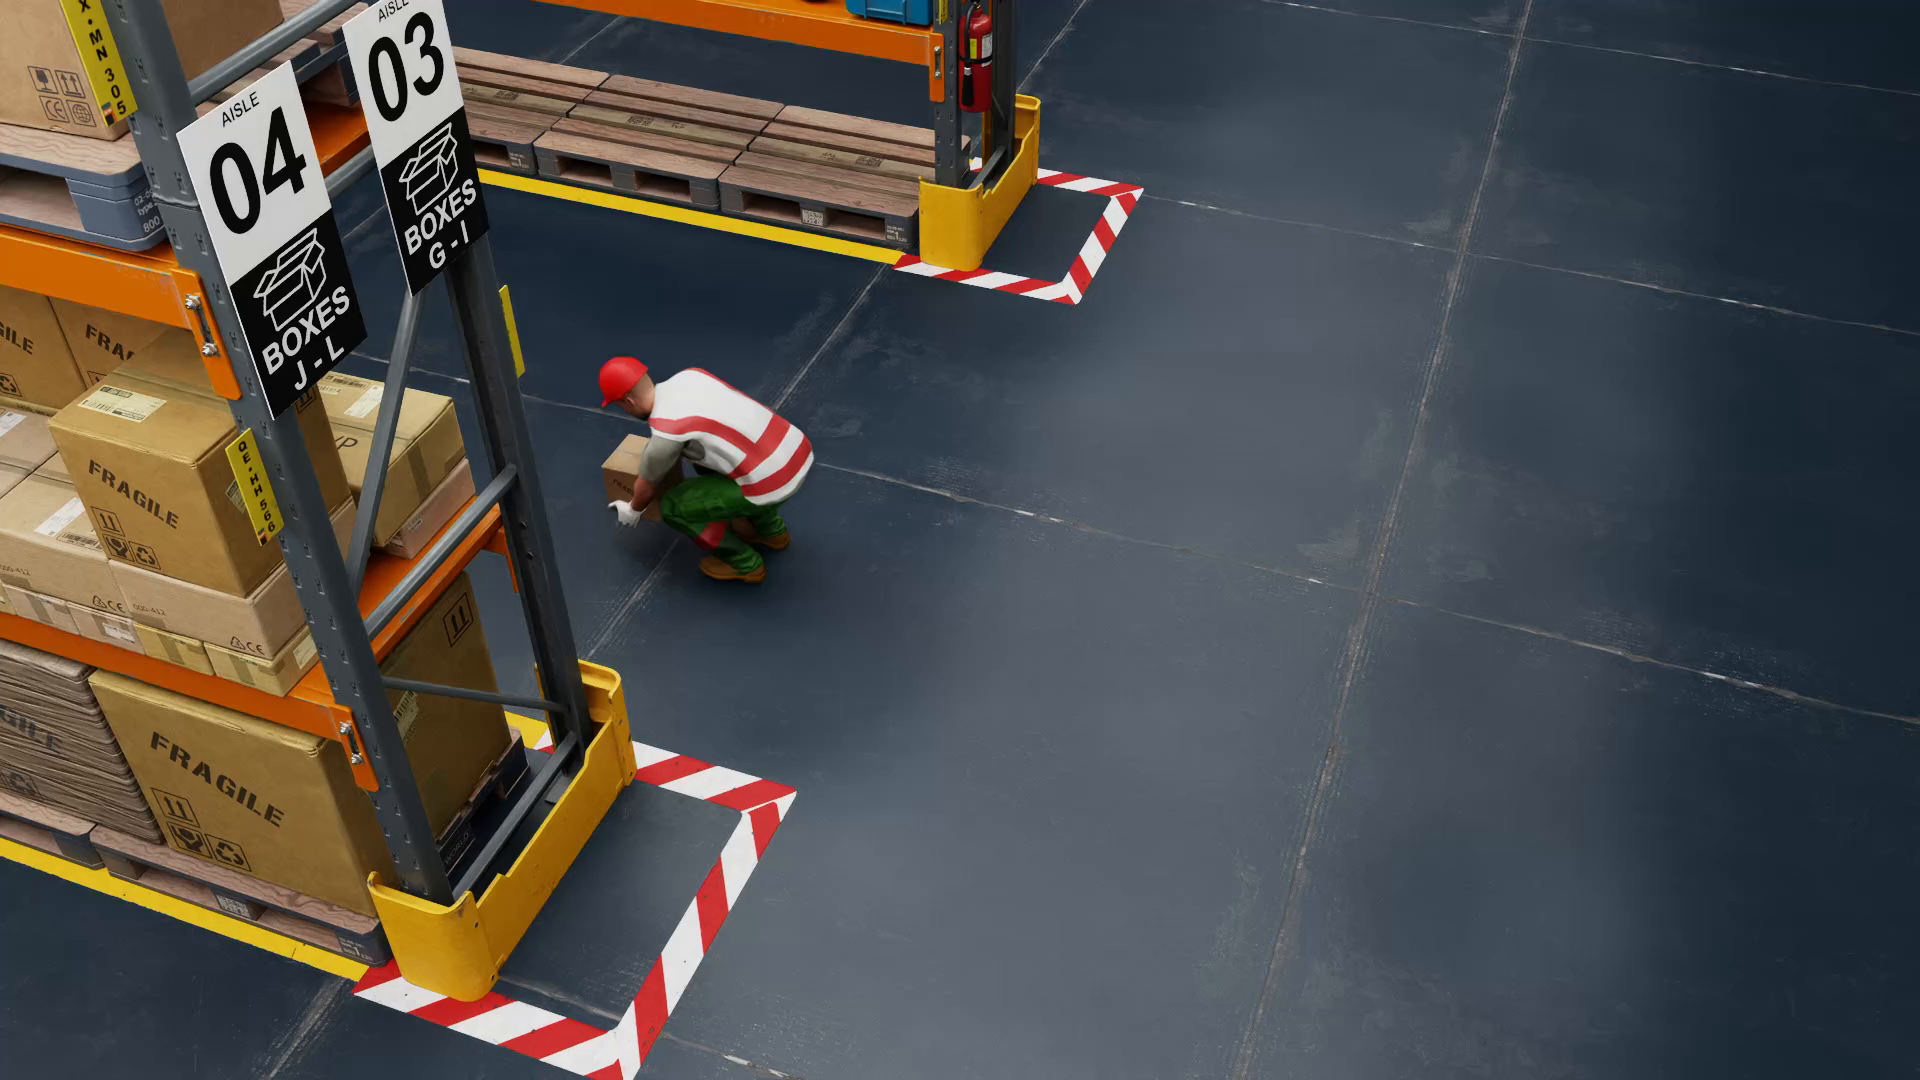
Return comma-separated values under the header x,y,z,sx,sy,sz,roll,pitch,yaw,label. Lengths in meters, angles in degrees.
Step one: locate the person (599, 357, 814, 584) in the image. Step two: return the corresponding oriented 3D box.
x,y,z,sx,sy,sz,roll,pitch,yaw,label
-1.080,-0.324,7.119,0.895,0.997,0.541,13,43,14,person
